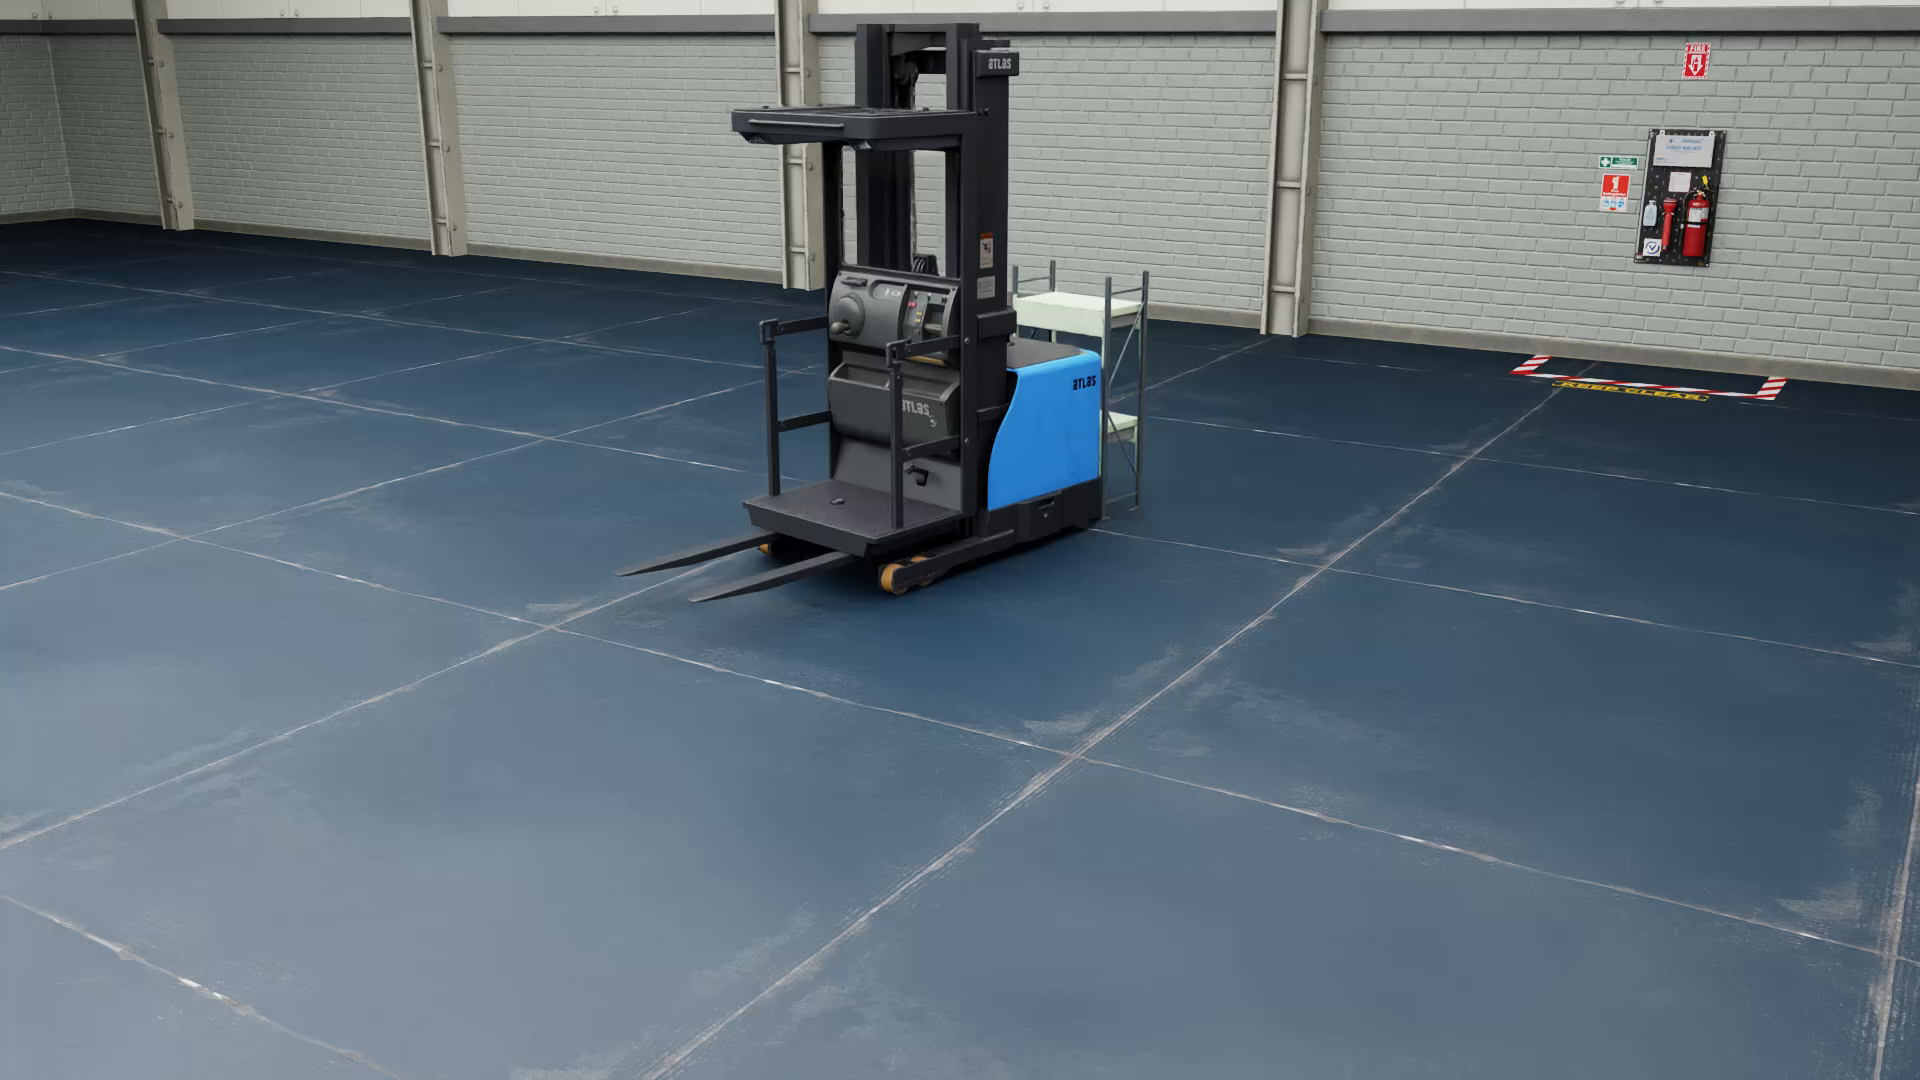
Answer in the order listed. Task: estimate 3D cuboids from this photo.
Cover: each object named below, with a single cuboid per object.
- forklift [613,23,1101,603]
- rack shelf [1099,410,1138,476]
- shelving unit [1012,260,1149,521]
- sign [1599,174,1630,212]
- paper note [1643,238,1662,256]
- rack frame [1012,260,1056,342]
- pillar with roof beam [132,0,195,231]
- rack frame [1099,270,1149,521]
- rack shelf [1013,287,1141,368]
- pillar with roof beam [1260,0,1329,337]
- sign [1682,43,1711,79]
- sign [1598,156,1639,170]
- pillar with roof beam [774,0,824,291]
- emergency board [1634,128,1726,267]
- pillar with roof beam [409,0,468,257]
[{"bbox_3d":[-0.516,-1.275,9.037,1.130,2.935,3.031,15,22,41],"label":"forklift"},{"bbox_3d":[0.735,-0.640,10.528,0.720,0.370,0.431,15,22,41],"label":"rack shelf"},{"bbox_3d":[0.735,-0.952,10.433,0.755,1.500,0.431,15,22,41],"label":"shelving unit"},{"bbox_3d":[5.869,-3.113,14.908,0.234,0.329,0.001,10,20,30],"label":"sign"},{"bbox_3d":[6.172,-2.609,14.825,0.142,0.148,0.016,10,20,30],"label":"paper note"},{"bbox_3d":[0.467,-1.024,10.671,0.023,1.500,0.400,15,22,41],"label":"rack frame"},{"bbox_3d":[-14.331,-8.056,20.919,0.400,9.000,9.100,10,20,30],"label":"pillar with roof beam"},{"bbox_3d":[1.004,-0.879,10.195,0.023,1.500,0.400,15,22,41],"label":"rack frame"},{"bbox_3d":[0.736,-1.325,10.320,0.720,0.370,0.431,15,22,41],"label":"rack shelf"},{"bbox_3d":[1.007,-5.318,11.906,0.400,9.000,9.100,10,20,30],"label":"pillar with roof beam"},{"bbox_3d":[6.332,-4.122,14.300,0.199,0.298,0.001,10,20,30],"label":"sign"},{"bbox_3d":[5.869,-3.364,14.821,0.331,0.109,0.001,10,20,30],"label":"sign"},{"bbox_3d":[-4.106,-6.231,14.910,0.400,9.000,9.100,10,20,30],"label":"pillar with roof beam"},{"bbox_3d":[6.287,-2.986,14.552,0.643,1.169,0.194,10,20,30],"label":"emergency board"},{"bbox_3d":[-9.219,-7.143,17.915,0.400,9.000,9.100,10,20,30],"label":"pillar with roof beam"}]
